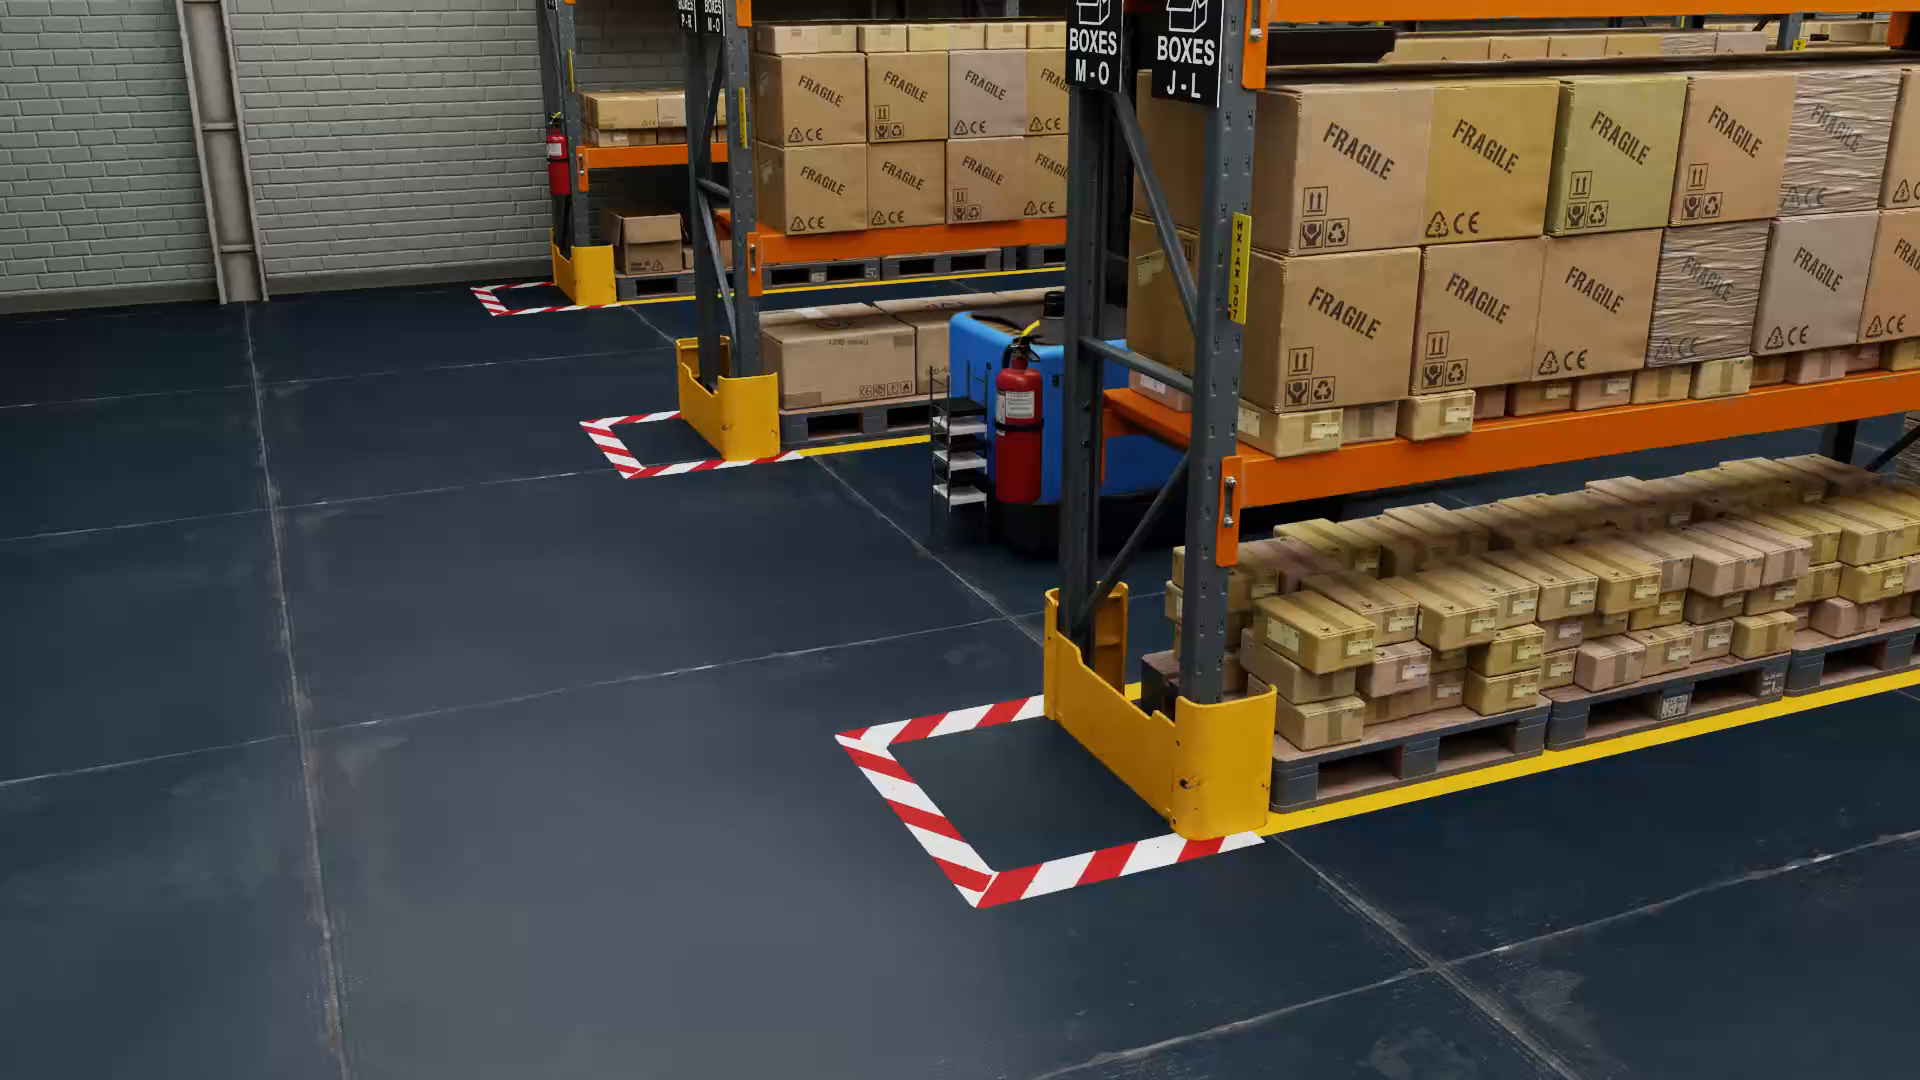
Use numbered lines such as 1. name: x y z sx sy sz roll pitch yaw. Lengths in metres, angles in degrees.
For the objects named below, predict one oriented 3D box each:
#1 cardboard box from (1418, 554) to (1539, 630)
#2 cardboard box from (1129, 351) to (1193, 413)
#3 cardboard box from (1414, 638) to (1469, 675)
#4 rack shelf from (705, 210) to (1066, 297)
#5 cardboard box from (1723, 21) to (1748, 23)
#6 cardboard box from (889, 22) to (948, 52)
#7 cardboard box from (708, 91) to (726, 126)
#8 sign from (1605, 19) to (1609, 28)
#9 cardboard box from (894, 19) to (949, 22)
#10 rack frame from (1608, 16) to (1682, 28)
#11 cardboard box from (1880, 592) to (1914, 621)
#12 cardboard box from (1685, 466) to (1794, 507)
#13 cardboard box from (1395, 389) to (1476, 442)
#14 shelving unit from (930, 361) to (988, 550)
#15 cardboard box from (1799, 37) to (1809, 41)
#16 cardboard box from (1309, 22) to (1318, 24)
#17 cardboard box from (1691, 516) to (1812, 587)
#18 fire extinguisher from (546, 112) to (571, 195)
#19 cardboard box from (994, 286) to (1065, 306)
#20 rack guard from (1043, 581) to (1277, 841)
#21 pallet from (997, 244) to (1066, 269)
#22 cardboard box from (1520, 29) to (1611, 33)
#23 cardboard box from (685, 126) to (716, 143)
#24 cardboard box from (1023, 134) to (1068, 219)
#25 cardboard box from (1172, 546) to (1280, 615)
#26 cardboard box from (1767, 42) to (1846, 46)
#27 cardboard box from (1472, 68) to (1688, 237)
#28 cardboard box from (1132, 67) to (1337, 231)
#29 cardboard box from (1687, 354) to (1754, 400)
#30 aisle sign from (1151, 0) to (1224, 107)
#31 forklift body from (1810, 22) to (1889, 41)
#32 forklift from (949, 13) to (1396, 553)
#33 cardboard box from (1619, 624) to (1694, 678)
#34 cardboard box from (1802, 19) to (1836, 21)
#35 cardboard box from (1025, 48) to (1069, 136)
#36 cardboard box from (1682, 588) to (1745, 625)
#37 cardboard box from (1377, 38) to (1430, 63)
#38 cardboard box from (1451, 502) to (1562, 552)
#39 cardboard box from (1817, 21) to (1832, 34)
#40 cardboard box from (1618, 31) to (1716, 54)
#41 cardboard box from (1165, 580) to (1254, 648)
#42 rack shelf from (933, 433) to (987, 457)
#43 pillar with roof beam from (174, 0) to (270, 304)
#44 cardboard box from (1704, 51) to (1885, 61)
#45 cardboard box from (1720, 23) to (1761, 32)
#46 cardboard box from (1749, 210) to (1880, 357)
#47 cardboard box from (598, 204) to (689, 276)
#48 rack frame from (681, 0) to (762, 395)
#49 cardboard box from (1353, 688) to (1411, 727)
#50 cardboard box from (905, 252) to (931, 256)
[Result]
1. cardboard box: 1.927 0.196 6.212 0.250 0.149 0.380 -9 21 -25
2. cardboard box: 0.816 -0.590 6.059 0.250 0.149 0.380 -8 21 -22
3. cardboard box: 1.675 0.358 6.200 0.250 0.149 0.380 -8 21 -21
4. rack shelf: 0.412 -1.999 10.767 4.000 0.370 1.077 -8 21 -22
5. cardboard box: 8.986 -5.954 19.339 0.250 0.149 0.380 -8 21 -23
6. cardboard box: -0.258 -2.958 9.774 0.250 0.149 0.380 -9 21 -24
7. cardboard box: -1.944 -3.770 14.490 0.500 0.250 0.500 -9 21 -23
8. sign: 7.403 -5.782 19.004 0.005 0.325 0.100 -8 21 -22
9. cardboard box: -0.232 -3.142 10.297 0.250 0.149 0.380 -8 21 -22
10. rack frame: 7.624 -5.167 18.681 0.127 3.000 1.000 -8 21 -22
11. cardboard box: 3.805 0.205 7.083 0.250 0.149 0.380 -8 21 -20
12. cardboard box: 3.414 -0.191 7.312 0.250 0.149 0.380 -8 21 -23
13. cardboard box: 1.542 -0.469 5.715 0.250 0.149 0.380 -9 21 -23
14. shelving unit: -0.007 -0.423 8.370 0.210 0.900 0.258 -8 21 -22
15. cardboard box: 9.449 -5.680 19.009 0.250 0.149 0.380 -9 21 -23
16. cardboard box: 2.091 -3.289 10.714 0.250 0.149 0.380 -9 21 -23
17. cardboard box: 3.152 0.041 6.652 0.250 0.149 0.380 -9 21 -25
18. fire extinguisher: -3.346 -3.216 13.817 0.183 0.674 0.296 -8 21 -22
19. cardboard box: 0.807 -1.423 11.274 0.875 0.438 0.875 -9 21 -24
20. rack guard: 0.699 0.590 6.094 0.348 0.500 1.175 -8 21 -22
21. pallet: 1.010 -2.918 16.492 1.213 0.211 1.003 -8 21 -22
22. cardboard box: 4.438 -3.525 12.360 0.500 0.500 0.500 -8 21 -20
23. cardboard box: -2.285 -3.537 14.429 0.250 0.149 0.380 -7 21 -20
24. cardboard box: 0.511 -2.306 10.403 0.500 0.500 0.500 -7 21 -20
25. cardboard box: 1.014 0.140 6.373 0.250 0.149 0.380 -8 21 -21
26. cardboard box: 6.699 -3.729 13.367 0.500 0.500 0.500 -9 21 -23
27. cardboard box: 2.093 -1.346 5.726 0.500 0.500 0.500 -9 21 -23
28. cardboard box: 0.950 -1.374 5.805 0.500 0.500 0.500 -9 21 -23
29. cardboard box: 2.725 -0.650 6.231 0.250 0.149 0.380 -8 21 -21
30. aisle sign: 0.680 -1.704 4.932 0.004 0.787 0.394 -8 21 -22
31. forklift body: 10.278 -4.487 18.028 1.214 2.155 2.313 -8 21 -22
32. forklift: 1.493 -1.614 8.692 3.031 2.935 1.130 -9 21 -23
33. cardboard box: 2.652 0.388 6.563 0.250 0.149 0.380 -8 21 -22
34. cardboard box: 10.180 -6.117 19.803 0.250 0.149 0.380 -8 21 -22
35. cardboard box: 0.528 -2.777 10.236 0.500 0.500 0.500 -8 21 -22
36. cardboard box: 2.906 0.191 6.676 0.250 0.149 0.380 -9 21 -24
37. cardboard box: 2.766 -3.091 11.127 0.500 0.500 0.500 -8 21 -21
38. cardboard box: 2.229 -0.016 6.817 0.250 0.149 0.380 -9 21 -24
39. cardboard box: 9.919 -5.877 19.122 0.250 0.149 0.380 -8 21 -21
40. cardboard box: 5.082 -3.429 12.088 0.500 0.500 0.500 -8 21 -21
41. cardboard box: 1.000 0.271 6.449 0.250 0.149 0.380 -9 21 -23
42. rack shelf: -0.007 -0.477 8.351 0.200 0.077 0.258 -8 21 -22
43. pillar with roof beam: -4.522 -5.026 9.246 0.400 9.000 9.100 -8 21 -22
44. cardboard box: 3.321 -1.707 6.749 0.500 0.500 0.500 -9 21 -24
45. cardboard box: 8.746 -5.713 18.656 0.250 0.149 0.380 -8 21 -21
46. cardboard box: 3.035 -1.010 6.276 0.500 0.500 0.500 -8 21 -22
47. cardboard box: -2.795 -2.661 14.689 0.637 0.503 0.797 -9 21 -24
48. rack frame: -1.425 -2.076 9.900 0.127 3.000 1.000 -8 21 -22
49. cardboard box: 1.444 0.537 6.142 0.250 0.149 0.380 -8 21 -22
50. cardboard box: -0.445 -2.814 15.481 0.258 0.266 0.396 -7 21 -20
